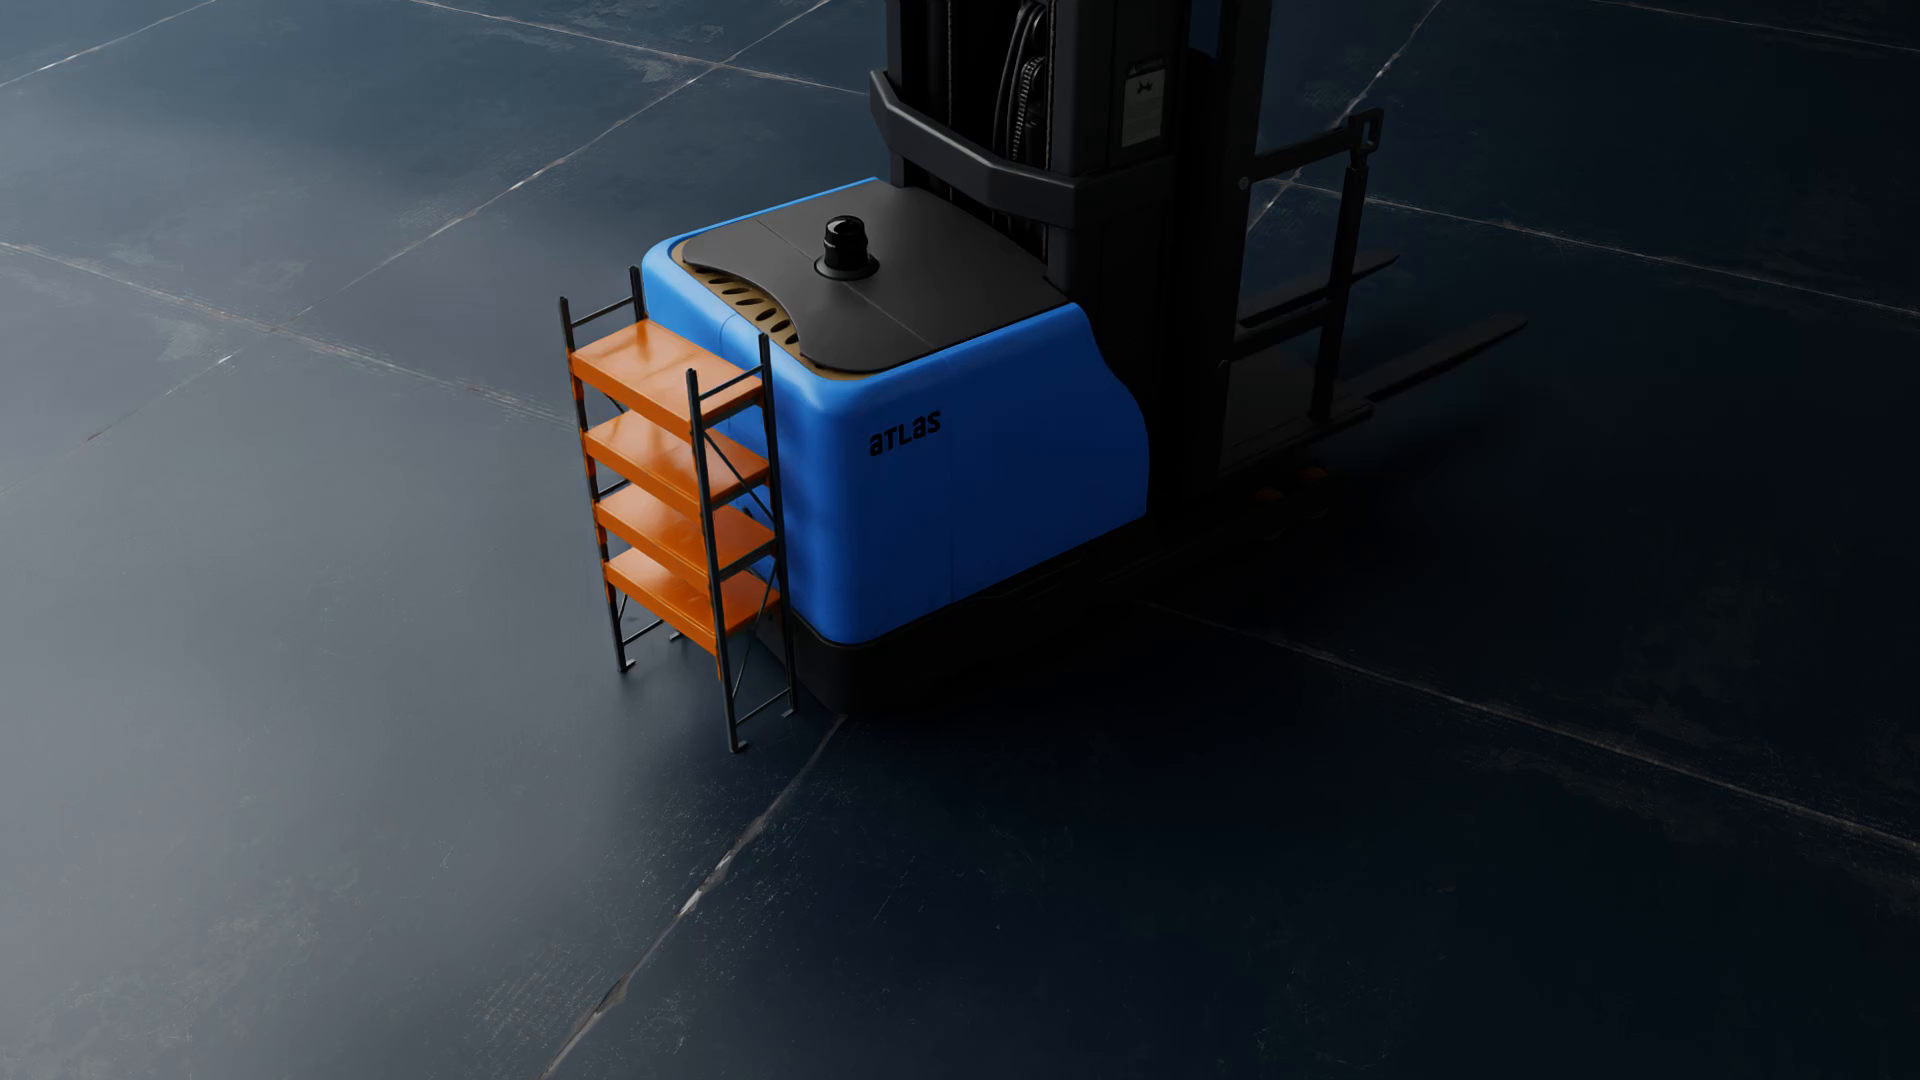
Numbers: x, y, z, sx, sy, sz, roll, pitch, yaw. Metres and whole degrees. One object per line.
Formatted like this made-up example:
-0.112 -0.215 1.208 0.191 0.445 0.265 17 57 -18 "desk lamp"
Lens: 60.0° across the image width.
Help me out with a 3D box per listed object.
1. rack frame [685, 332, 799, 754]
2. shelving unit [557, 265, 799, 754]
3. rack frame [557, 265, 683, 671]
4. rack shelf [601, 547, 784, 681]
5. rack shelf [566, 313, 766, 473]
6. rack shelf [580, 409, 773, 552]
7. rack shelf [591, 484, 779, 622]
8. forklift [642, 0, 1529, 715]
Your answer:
-0.536 0.044 4.200 0.015 1.200 0.240 30 46 33 "rack frame"
-0.714 -0.057 4.332 0.503 1.200 0.258 30 46 33 "shelving unit"
-0.892 -0.158 4.465 0.015 1.200 0.240 30 46 33 "rack frame"
-0.714 0.155 4.493 0.480 0.148 0.258 30 46 33 "rack shelf"
-0.714 -0.370 4.095 0.480 0.148 0.258 30 46 33 "rack shelf"
-0.714 -0.181 4.238 0.480 0.148 0.258 30 46 33 "rack shelf"
-0.714 -0.003 4.373 0.480 0.148 0.258 30 46 33 "rack shelf"
0.607 -1.403 4.674 3.031 2.935 1.130 -24 43 -28 "forklift"
